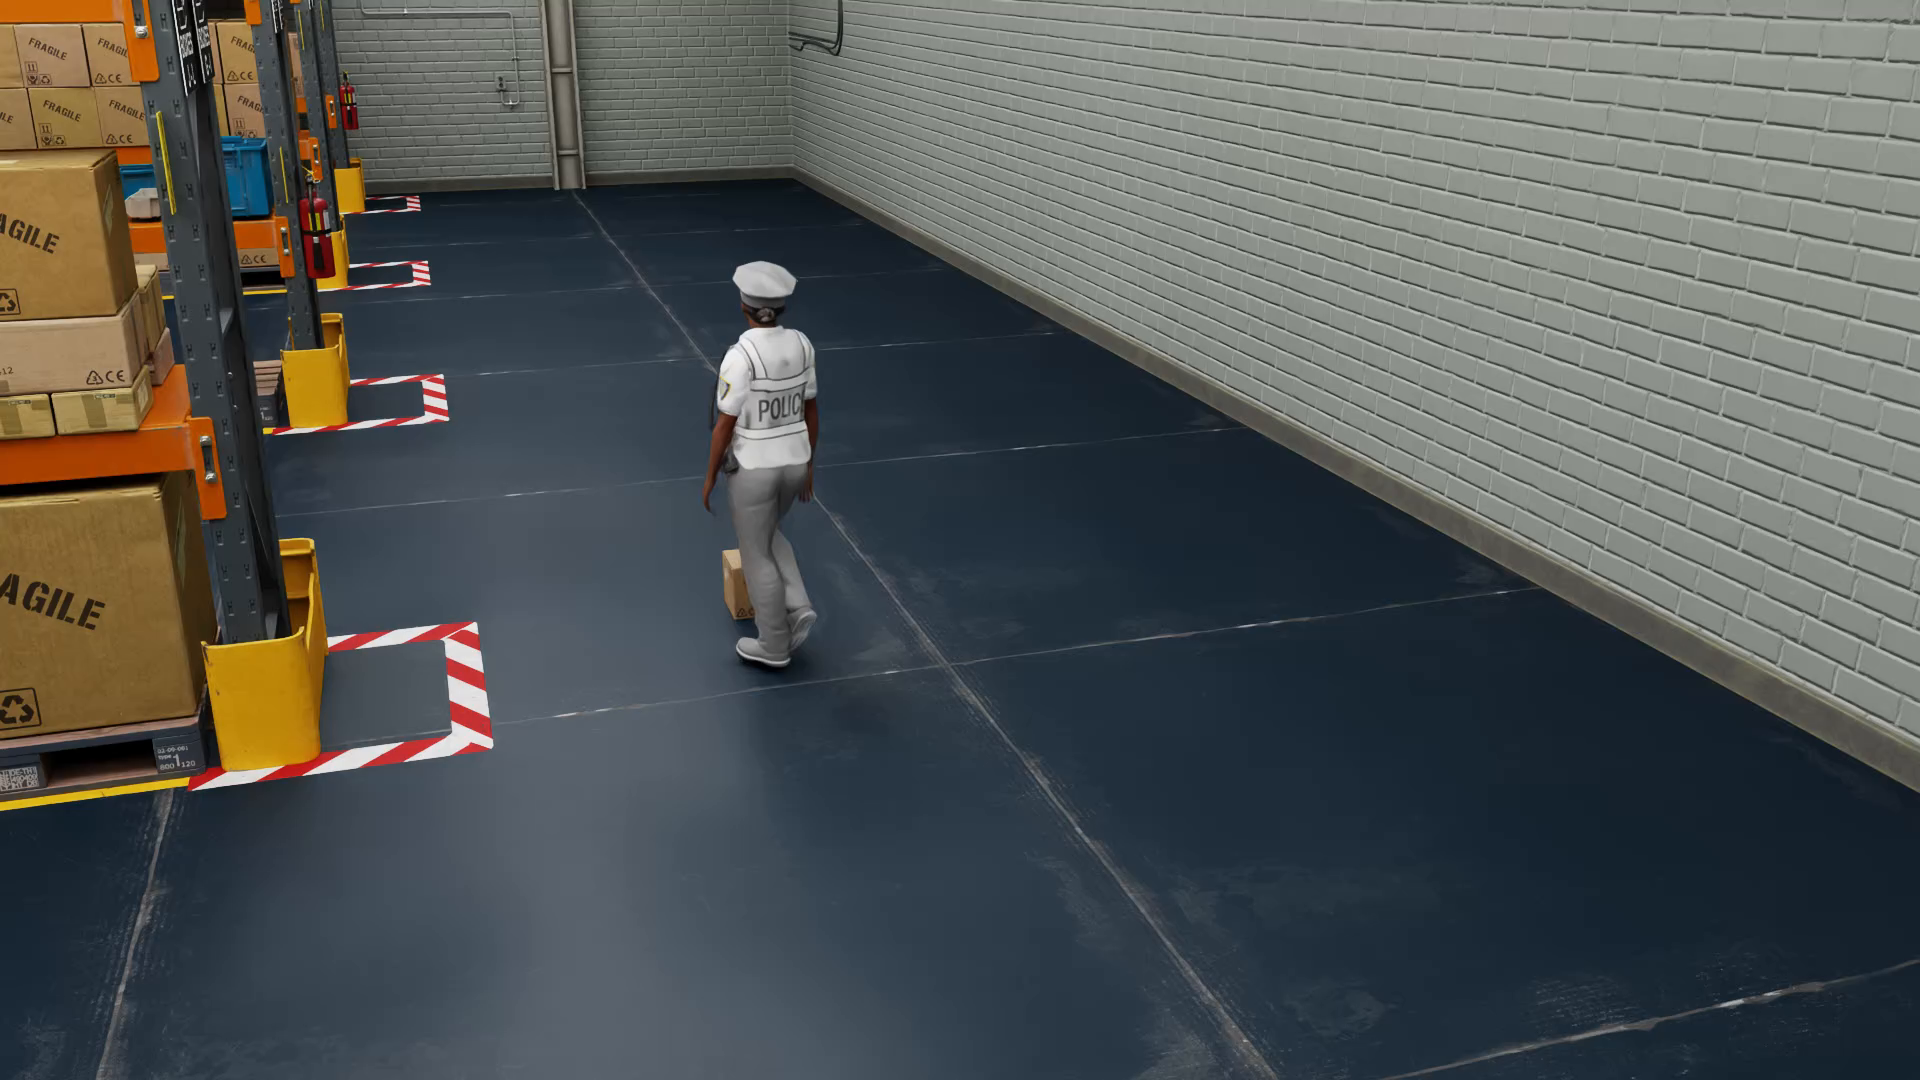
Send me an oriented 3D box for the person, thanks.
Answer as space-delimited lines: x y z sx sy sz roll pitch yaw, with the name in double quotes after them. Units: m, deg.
-0.828 -0.289 6.837 0.435 1.700 0.466 15 24 36 "person"
